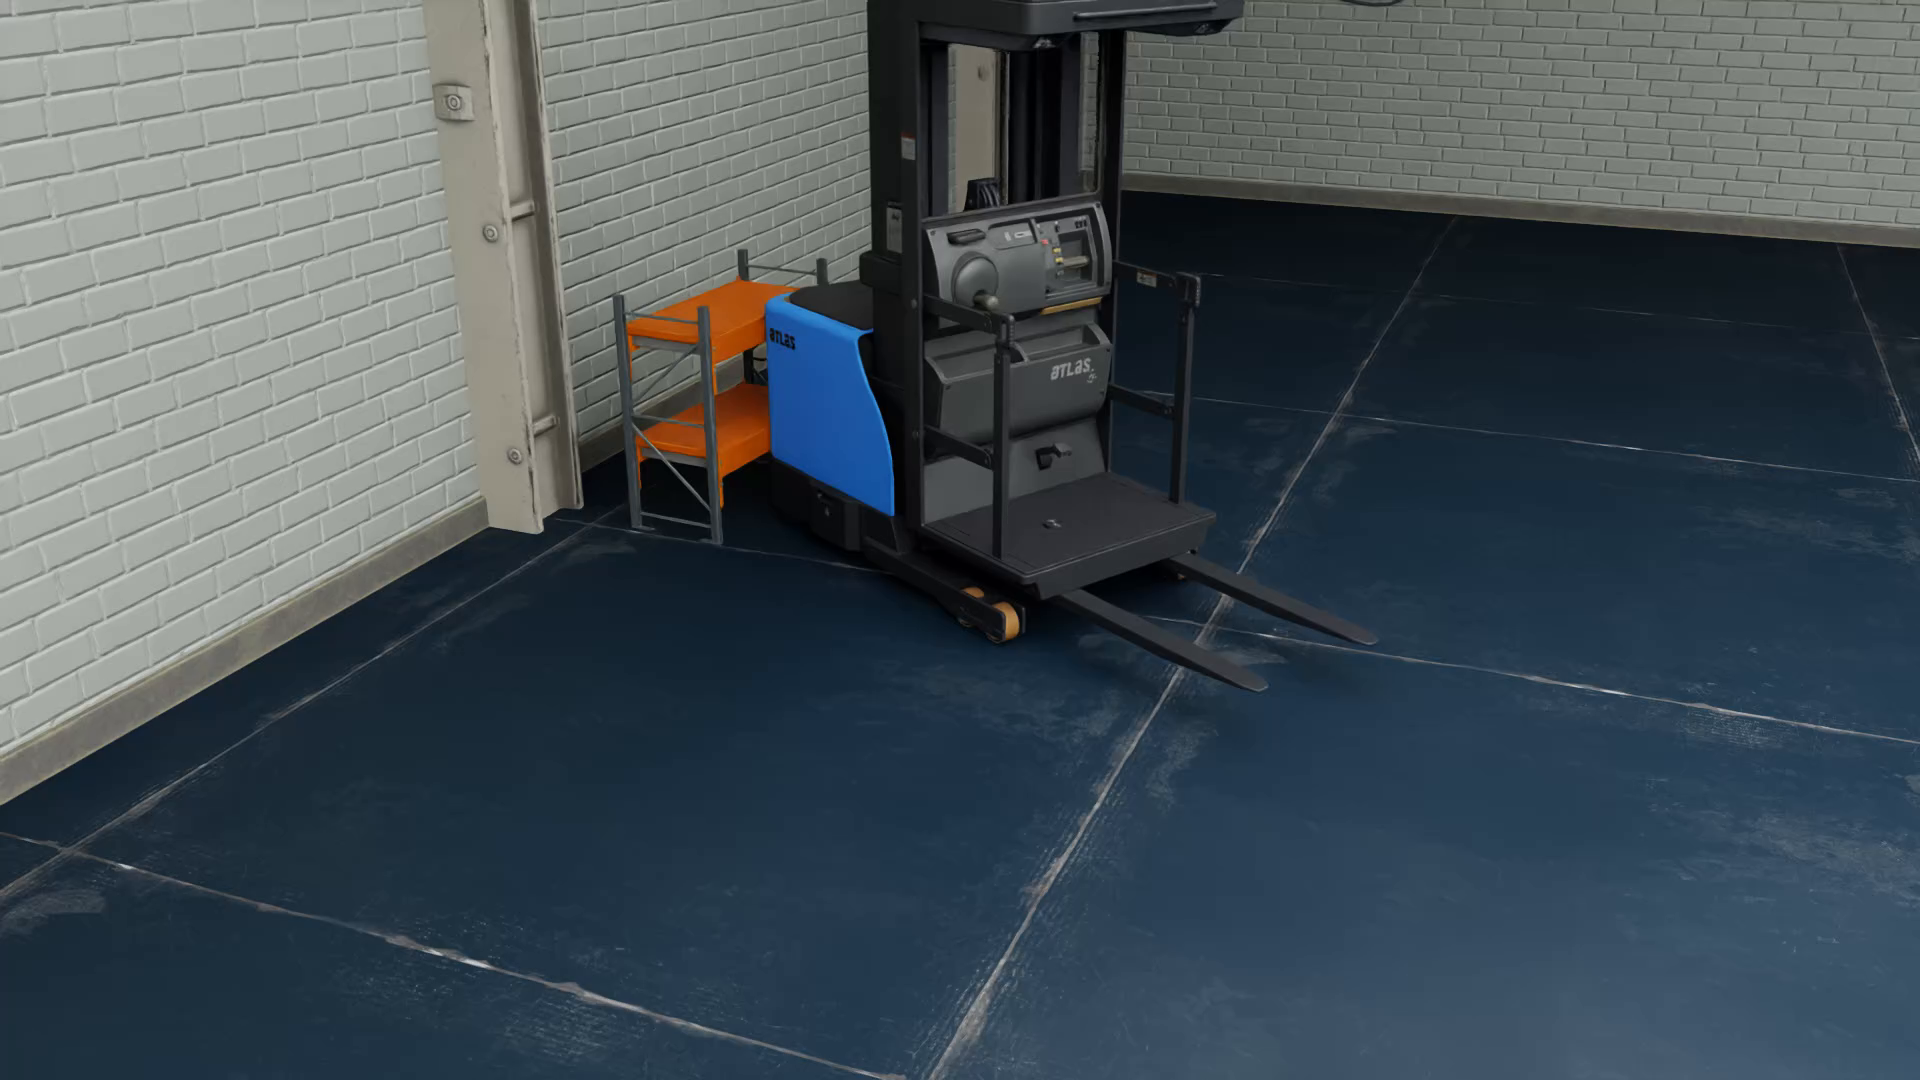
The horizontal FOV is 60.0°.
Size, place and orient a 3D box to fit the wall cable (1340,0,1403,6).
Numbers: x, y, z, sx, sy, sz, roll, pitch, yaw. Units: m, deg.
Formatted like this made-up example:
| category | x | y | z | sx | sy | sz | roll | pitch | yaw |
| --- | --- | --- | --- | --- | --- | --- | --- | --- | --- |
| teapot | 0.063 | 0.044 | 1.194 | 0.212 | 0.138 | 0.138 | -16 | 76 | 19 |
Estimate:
| category | x | y | z | sx | sy | sz | roll | pitch | yaw |
| --- | --- | --- | --- | --- | --- | --- | --- | --- | --- |
| wall cable | 2.496 | -5.851 | 14.110 | 3.097 | 2.526 | 0.112 | 9 | 24 | 20 |

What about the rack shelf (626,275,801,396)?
| category | x | y | z | sx | sy | sz | roll | pitch | yaw |
| --- | --- | --- | --- | --- | --- | --- | --- | --- | --- |
| rack shelf | -1.104 | -0.987 | 7.894 | 0.538 | 0.278 | 1.000 | 11 | 25 | 24 |

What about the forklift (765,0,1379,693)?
| category | x | y | z | sx | sy | sz | roll | pitch | yaw |
| --- | --- | --- | --- | --- | --- | --- | --- | --- | --- |
| forklift | 0.386 | -1.149 | 6.698 | 1.130 | 2.935 | 3.031 | -17 | 28 | -35 |

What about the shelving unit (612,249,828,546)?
| category | x | y | z | sx | sy | sz | roll | pitch | yaw |
| --- | --- | --- | --- | --- | --- | --- | --- | --- | --- |
| shelving unit | -1.104 | -0.717 | 8.007 | 0.538 | 1.125 | 1.048 | 11 | 25 | 24 |

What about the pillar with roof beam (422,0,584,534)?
| category | x | y | z | sx | sy | sz | roll | pitch | yaw |
| --- | --- | --- | --- | --- | --- | --- | --- | --- | --- |
| pillar with roof beam | 1.942 | -3.655 | 4.825 | 9.100 | 9.000 | 0.400 | 9 | 24 | 20 |

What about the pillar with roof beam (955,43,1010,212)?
| category | x | y | z | sx | sy | sz | roll | pitch | yaw |
| --- | --- | --- | --- | --- | --- | --- | --- | --- | --- |
| pillar with roof beam | 4.171 | -5.802 | 9.965 | 9.100 | 9.000 | 0.400 | 9 | 24 | 20 |

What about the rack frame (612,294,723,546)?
| category | x | y | z | sx | sy | sz | roll | pitch | yaw |
| --- | --- | --- | --- | --- | --- | --- | --- | --- | --- |
| rack frame | -1.329 | -0.541 | 7.586 | 0.500 | 1.125 | 0.032 | 11 | 25 | 24 |

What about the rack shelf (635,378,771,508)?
| category | x | y | z | sx | sy | sz | roll | pitch | yaw |
| --- | --- | --- | --- | --- | --- | --- | --- | --- | --- |
| rack shelf | -1.104 | -0.491 | 8.101 | 0.538 | 0.278 | 1.000 | 11 | 25 | 24 |

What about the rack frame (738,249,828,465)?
| category | x | y | z | sx | sy | sz | roll | pitch | yaw |
| --- | --- | --- | --- | --- | --- | --- | --- | --- | --- |
| rack frame | -0.880 | -0.893 | 8.428 | 0.500 | 1.125 | 0.032 | 11 | 25 | 24 |
